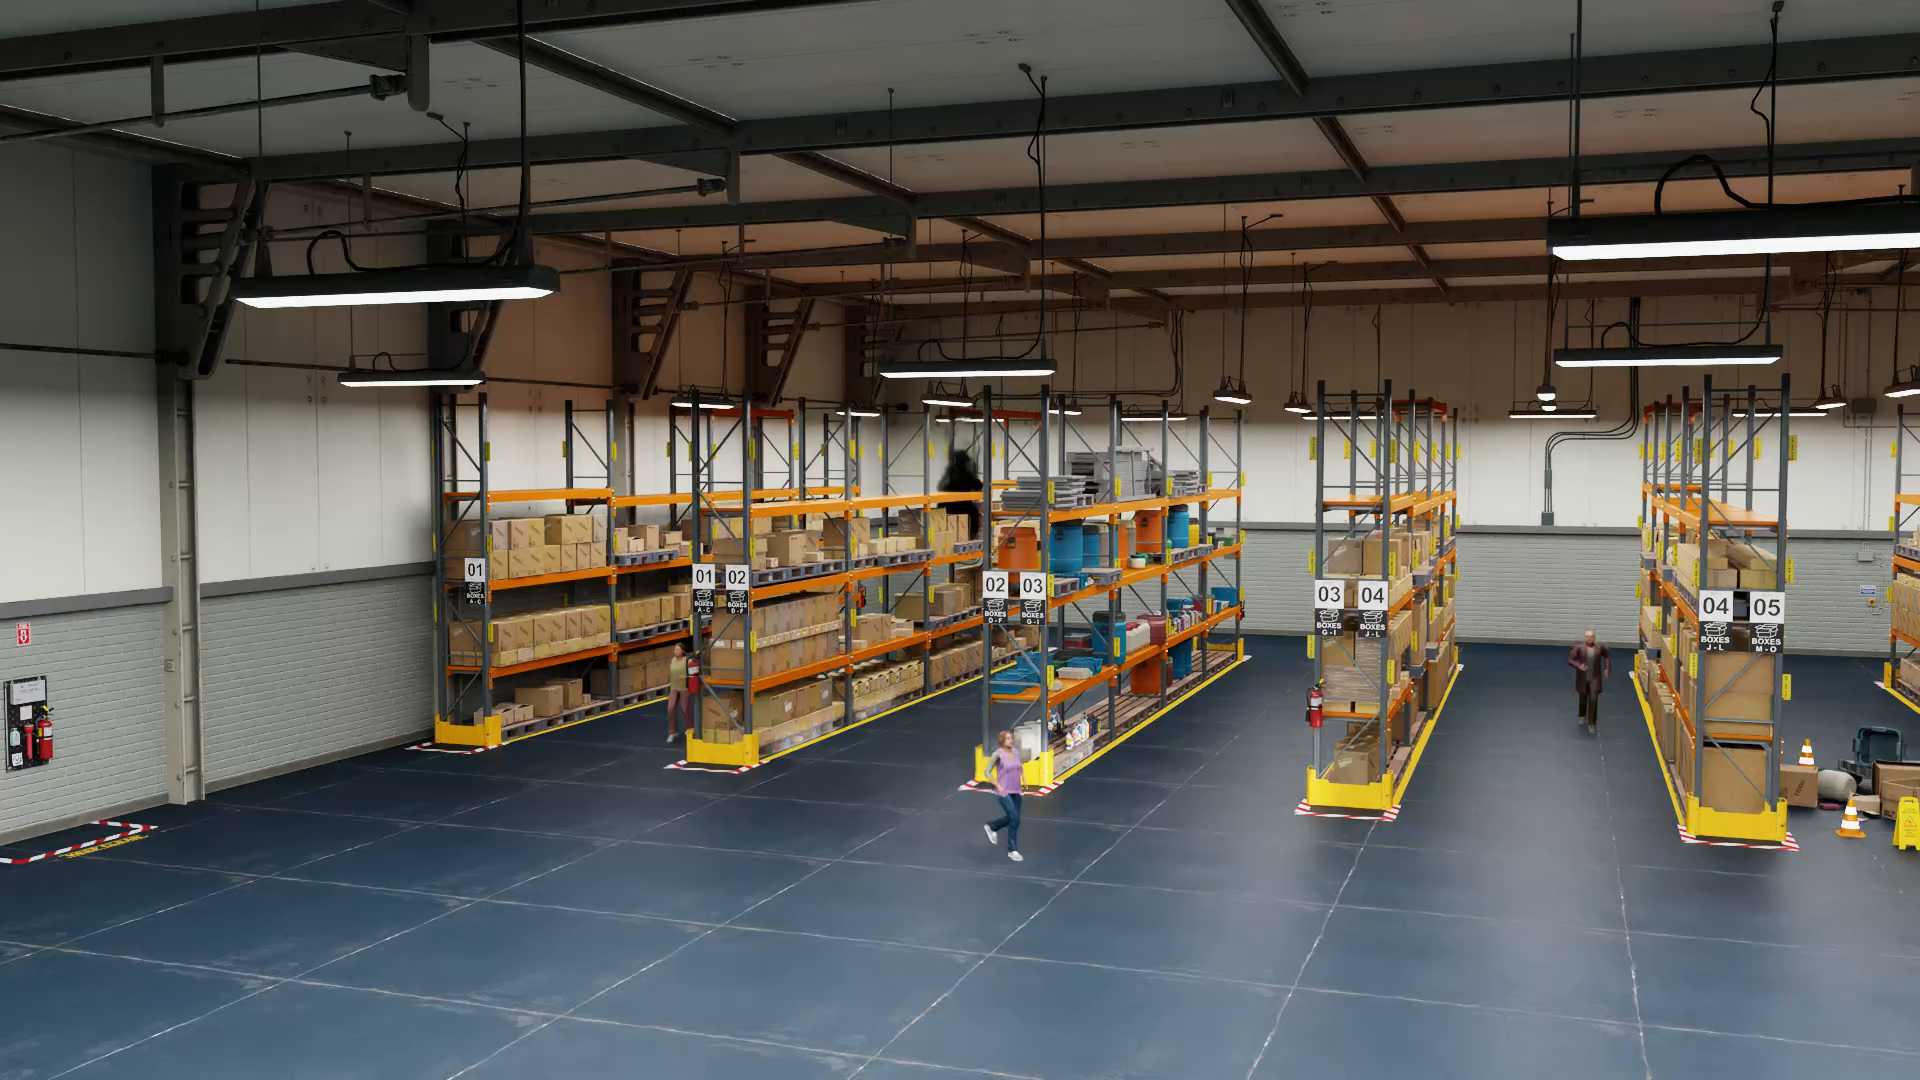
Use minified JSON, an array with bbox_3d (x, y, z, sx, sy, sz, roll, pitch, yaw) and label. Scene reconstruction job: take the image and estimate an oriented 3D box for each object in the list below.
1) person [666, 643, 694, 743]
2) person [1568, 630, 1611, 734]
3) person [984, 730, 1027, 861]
[{"bbox_3d":[-4.821,2.636,28.872,0.564,1.709,0.775,1,3,15],"label":"person"},{"bbox_3d":[11.289,2.518,29.844,0.732,1.807,0.947,1,3,17],"label":"person"},{"bbox_3d":[0.553,3.130,20.562,0.534,1.587,0.669,-2,4,-39],"label":"person"}]
